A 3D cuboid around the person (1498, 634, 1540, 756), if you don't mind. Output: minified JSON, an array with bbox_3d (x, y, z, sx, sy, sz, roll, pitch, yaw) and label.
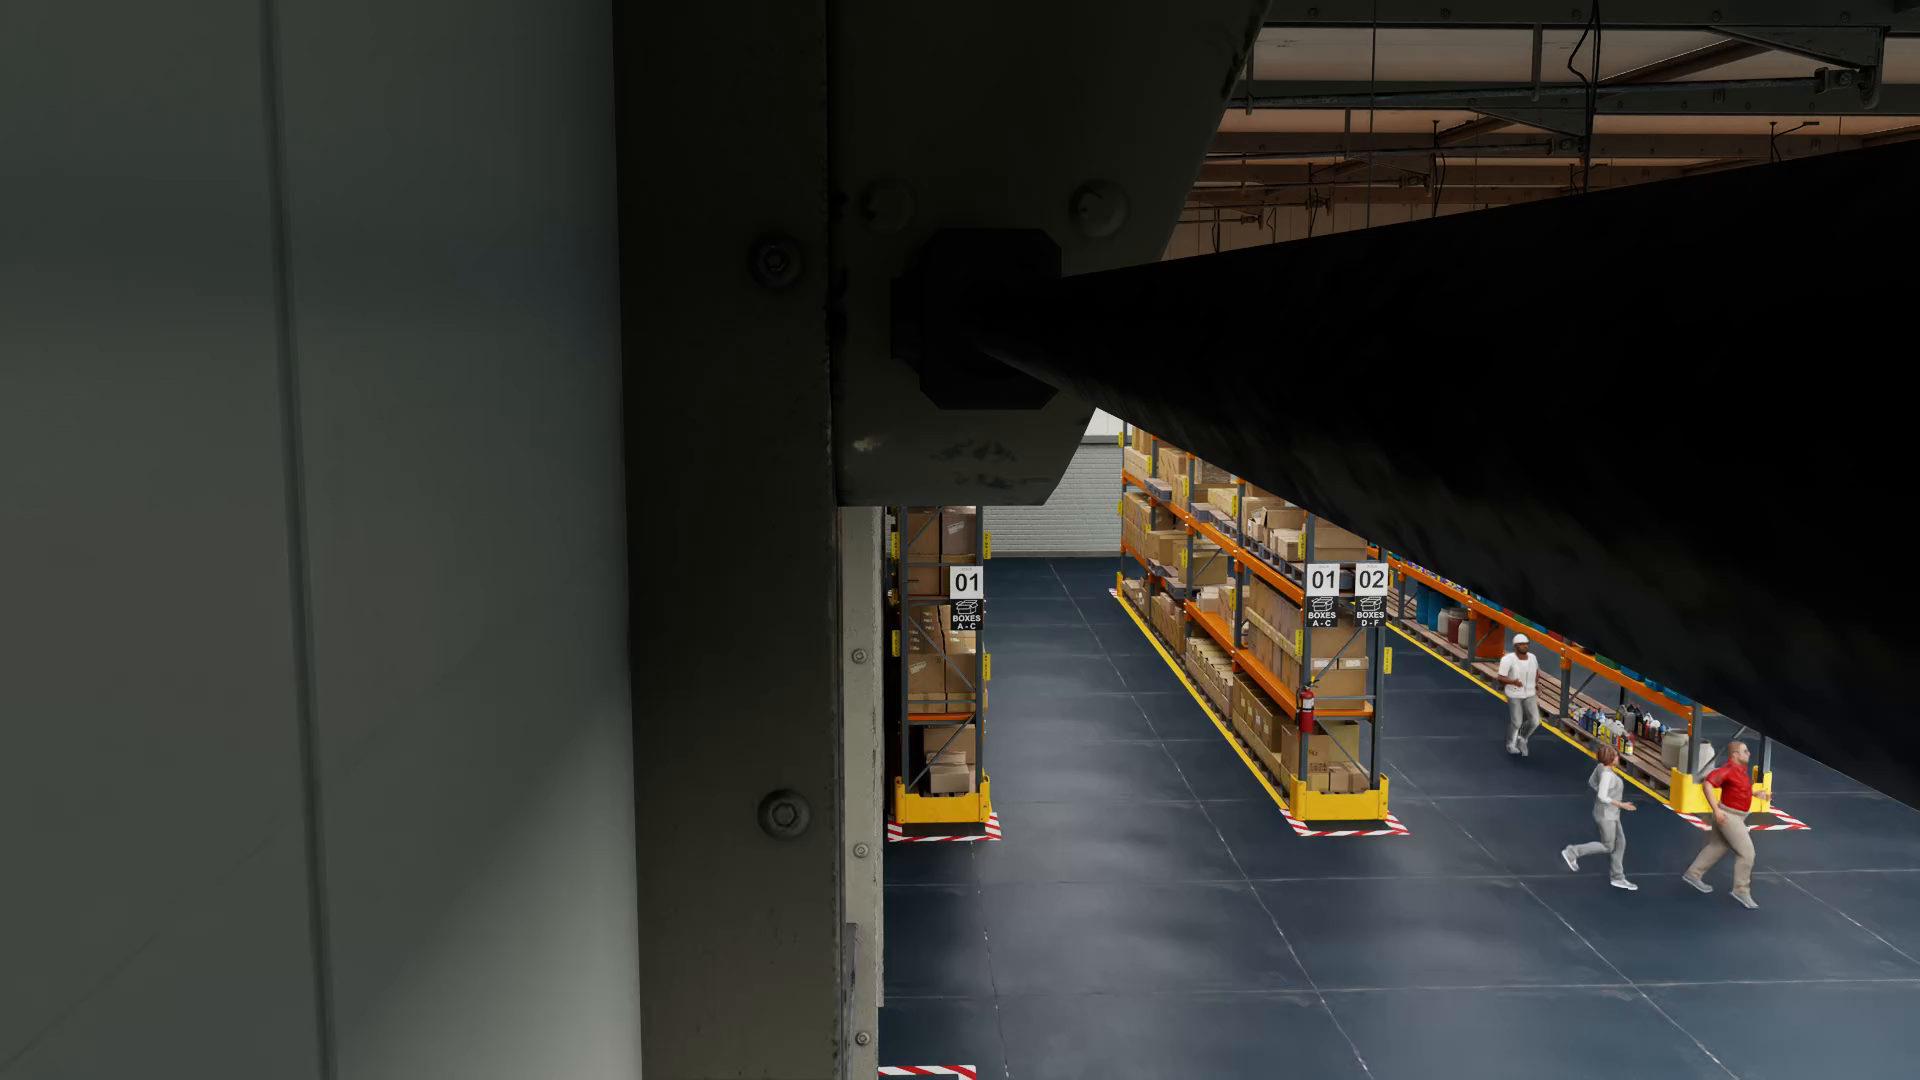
[{"bbox_3d":[7.902,2.196,23.343,0.680,1.750,0.626,-1,8,-8],"label":"person"}]

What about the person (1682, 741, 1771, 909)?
[{"bbox_3d":[8.190,3.010,17.755,0.816,1.789,0.645,4,9,25],"label":"person"}]

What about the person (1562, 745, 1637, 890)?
[{"bbox_3d":[7.021,3.015,18.172,0.790,1.586,0.538,3,9,22],"label":"person"}]
